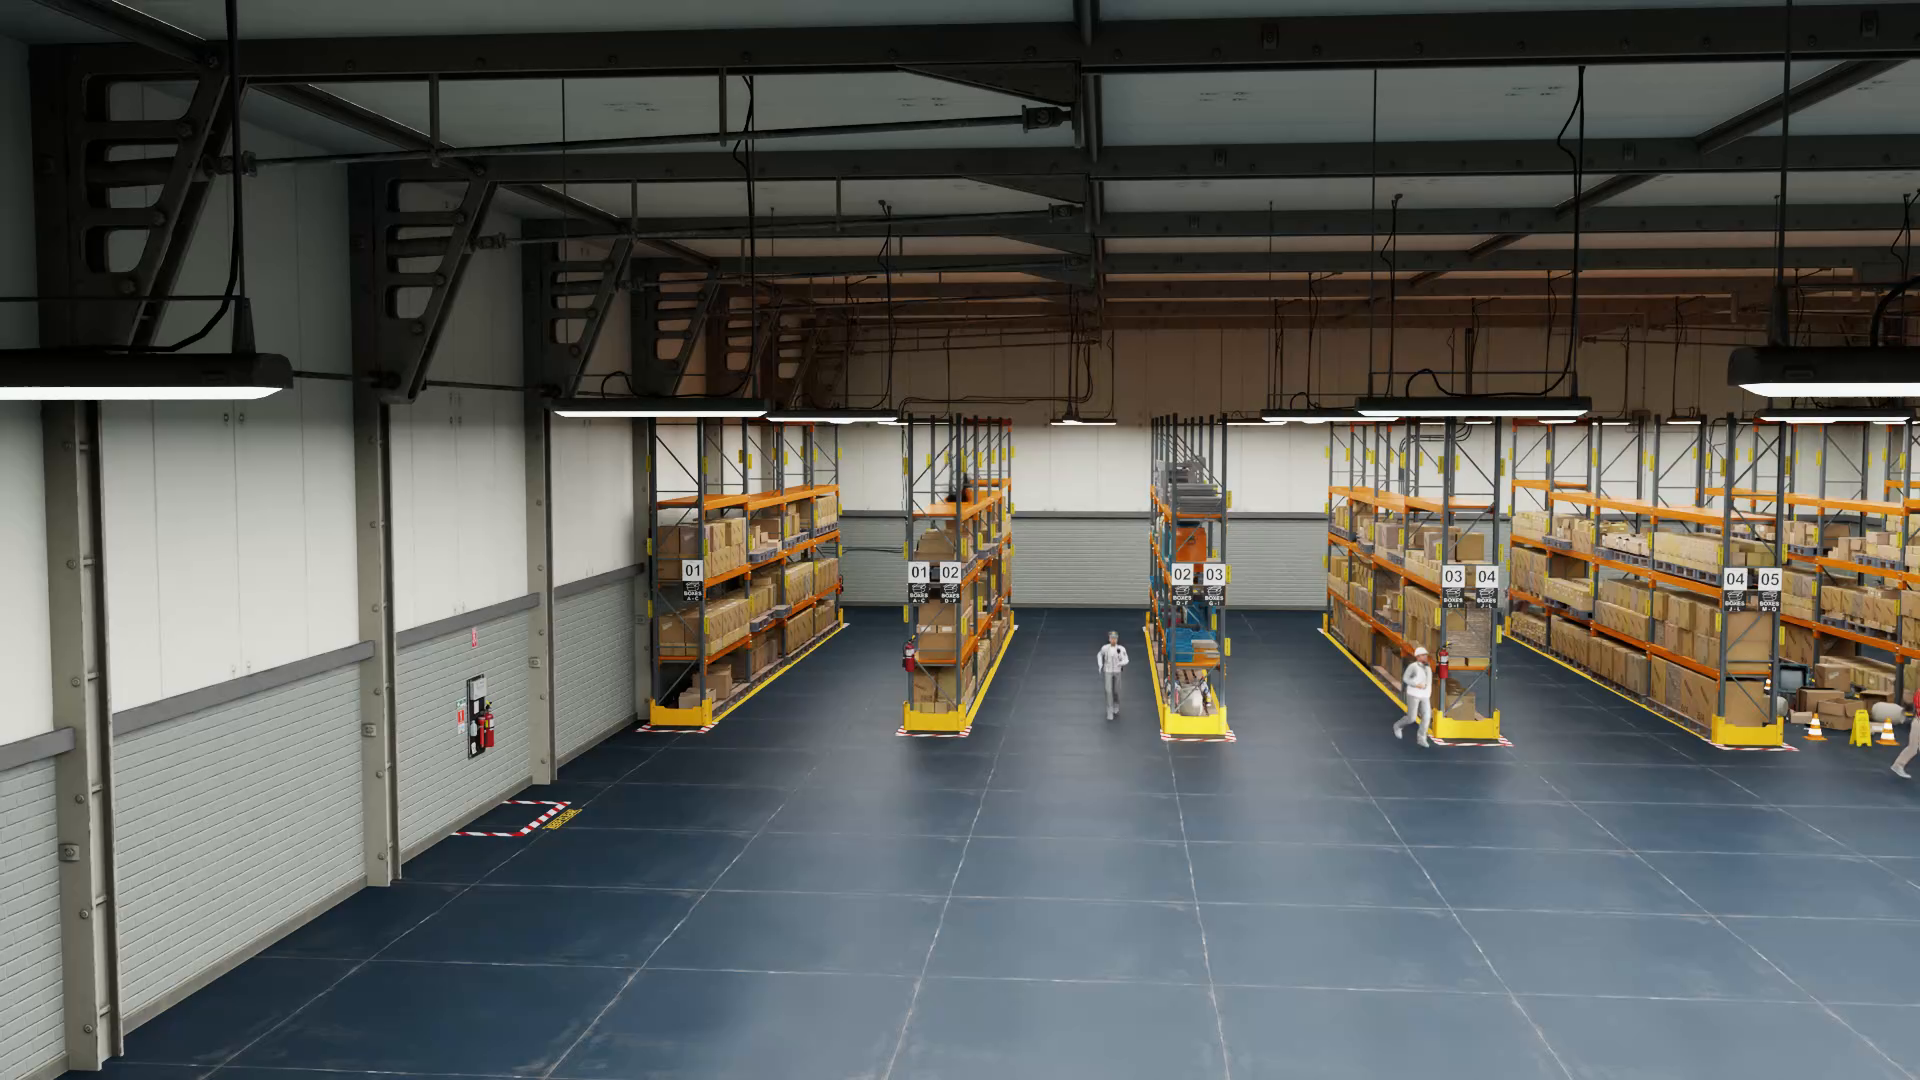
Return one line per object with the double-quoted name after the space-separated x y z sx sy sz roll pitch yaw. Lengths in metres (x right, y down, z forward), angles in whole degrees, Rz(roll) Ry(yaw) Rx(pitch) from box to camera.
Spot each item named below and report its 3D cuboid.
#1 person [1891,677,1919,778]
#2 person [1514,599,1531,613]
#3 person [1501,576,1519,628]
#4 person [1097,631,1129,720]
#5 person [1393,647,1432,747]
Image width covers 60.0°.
15.545 3.059 26.833 0.637 1.793 0.855 -3 5 -35 "person"
16.070 1.739 47.331 0.545 1.626 0.573 0 4 5 "person"
15.725 1.723 47.375 0.752 1.691 0.757 2 4 23 "person"
3.028 2.643 32.895 0.611 1.701 0.822 0 4 4 "person"
8.301 2.819 30.087 0.683 1.766 0.836 -2 4 -24 "person"
